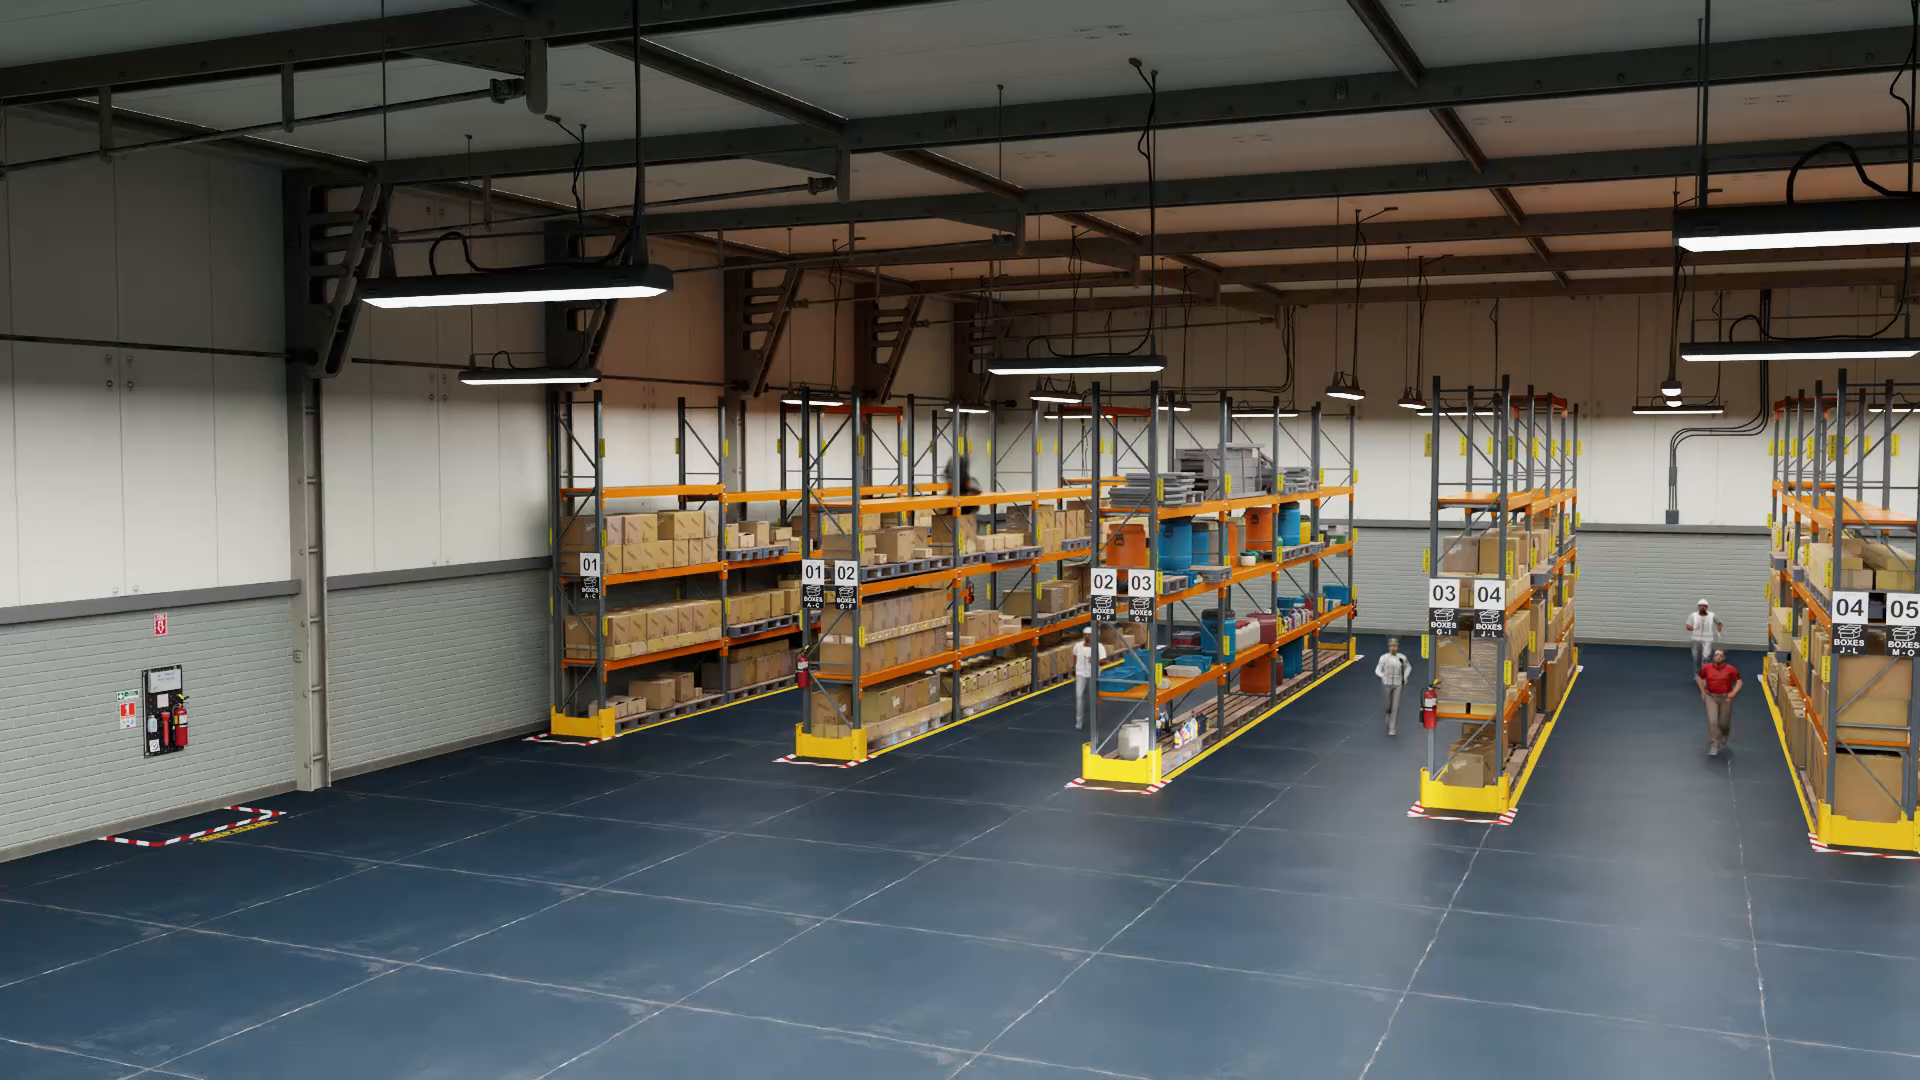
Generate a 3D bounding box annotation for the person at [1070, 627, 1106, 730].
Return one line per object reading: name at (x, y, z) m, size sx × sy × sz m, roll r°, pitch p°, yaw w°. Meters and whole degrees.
person at (2.295, 2.452, 29.827) m, size 0.686 × 1.797 × 0.880 m, roll 1°, pitch 3°, yaw 16°

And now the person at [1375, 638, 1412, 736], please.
person at (7.592, 2.546, 29.121) m, size 0.618 × 1.664 × 0.890 m, roll 1°, pitch 3°, yaw 13°

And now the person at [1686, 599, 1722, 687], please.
person at (15.719, 2.170, 35.186) m, size 0.663 × 1.836 × 0.790 m, roll 2°, pitch 4°, yaw 31°

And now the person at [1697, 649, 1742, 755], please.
person at (12.519, 2.649, 27.425) m, size 0.680 × 1.715 × 0.791 m, roll 2°, pitch 4°, yaw 28°
